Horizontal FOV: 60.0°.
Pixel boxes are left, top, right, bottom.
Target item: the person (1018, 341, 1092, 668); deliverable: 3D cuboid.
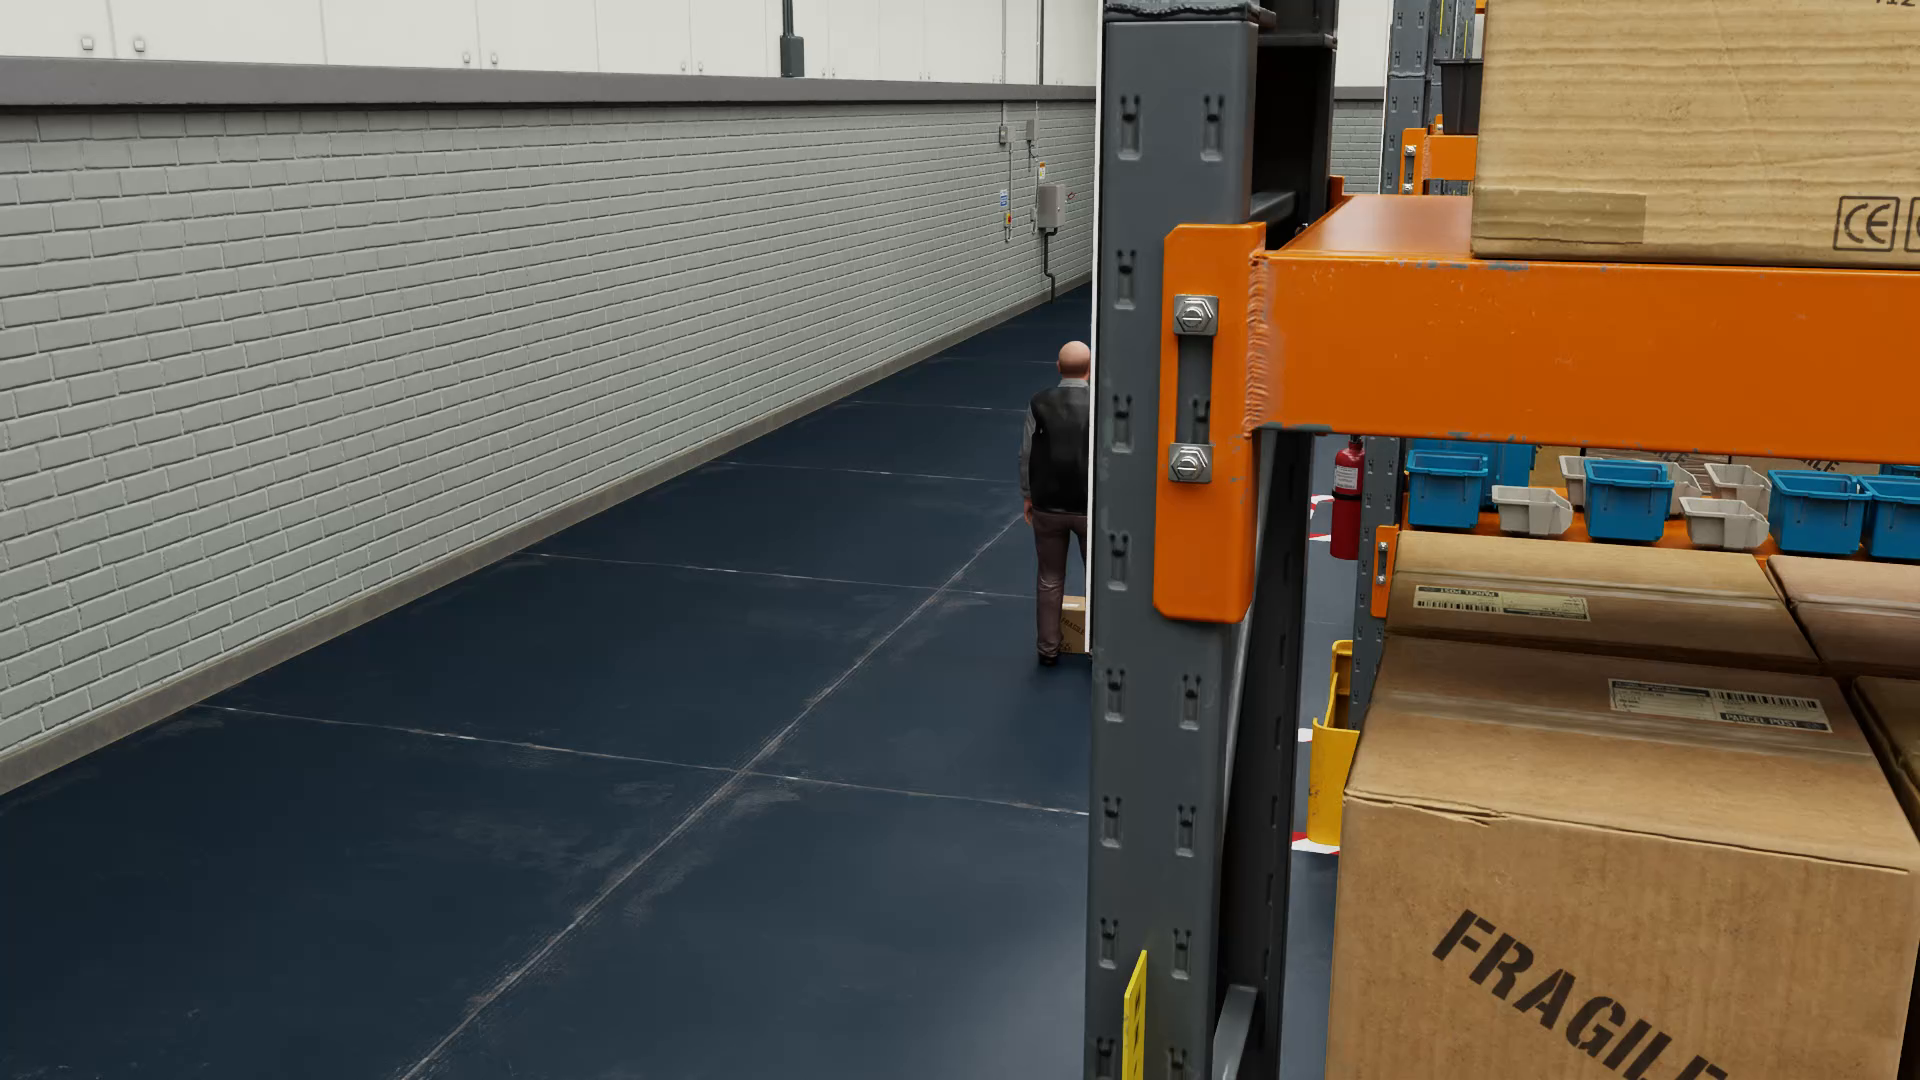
[{"bbox_3d":[0.591,-0.171,8.707,0.579,1.720,0.420,4,16,16],"label":"person"}]
